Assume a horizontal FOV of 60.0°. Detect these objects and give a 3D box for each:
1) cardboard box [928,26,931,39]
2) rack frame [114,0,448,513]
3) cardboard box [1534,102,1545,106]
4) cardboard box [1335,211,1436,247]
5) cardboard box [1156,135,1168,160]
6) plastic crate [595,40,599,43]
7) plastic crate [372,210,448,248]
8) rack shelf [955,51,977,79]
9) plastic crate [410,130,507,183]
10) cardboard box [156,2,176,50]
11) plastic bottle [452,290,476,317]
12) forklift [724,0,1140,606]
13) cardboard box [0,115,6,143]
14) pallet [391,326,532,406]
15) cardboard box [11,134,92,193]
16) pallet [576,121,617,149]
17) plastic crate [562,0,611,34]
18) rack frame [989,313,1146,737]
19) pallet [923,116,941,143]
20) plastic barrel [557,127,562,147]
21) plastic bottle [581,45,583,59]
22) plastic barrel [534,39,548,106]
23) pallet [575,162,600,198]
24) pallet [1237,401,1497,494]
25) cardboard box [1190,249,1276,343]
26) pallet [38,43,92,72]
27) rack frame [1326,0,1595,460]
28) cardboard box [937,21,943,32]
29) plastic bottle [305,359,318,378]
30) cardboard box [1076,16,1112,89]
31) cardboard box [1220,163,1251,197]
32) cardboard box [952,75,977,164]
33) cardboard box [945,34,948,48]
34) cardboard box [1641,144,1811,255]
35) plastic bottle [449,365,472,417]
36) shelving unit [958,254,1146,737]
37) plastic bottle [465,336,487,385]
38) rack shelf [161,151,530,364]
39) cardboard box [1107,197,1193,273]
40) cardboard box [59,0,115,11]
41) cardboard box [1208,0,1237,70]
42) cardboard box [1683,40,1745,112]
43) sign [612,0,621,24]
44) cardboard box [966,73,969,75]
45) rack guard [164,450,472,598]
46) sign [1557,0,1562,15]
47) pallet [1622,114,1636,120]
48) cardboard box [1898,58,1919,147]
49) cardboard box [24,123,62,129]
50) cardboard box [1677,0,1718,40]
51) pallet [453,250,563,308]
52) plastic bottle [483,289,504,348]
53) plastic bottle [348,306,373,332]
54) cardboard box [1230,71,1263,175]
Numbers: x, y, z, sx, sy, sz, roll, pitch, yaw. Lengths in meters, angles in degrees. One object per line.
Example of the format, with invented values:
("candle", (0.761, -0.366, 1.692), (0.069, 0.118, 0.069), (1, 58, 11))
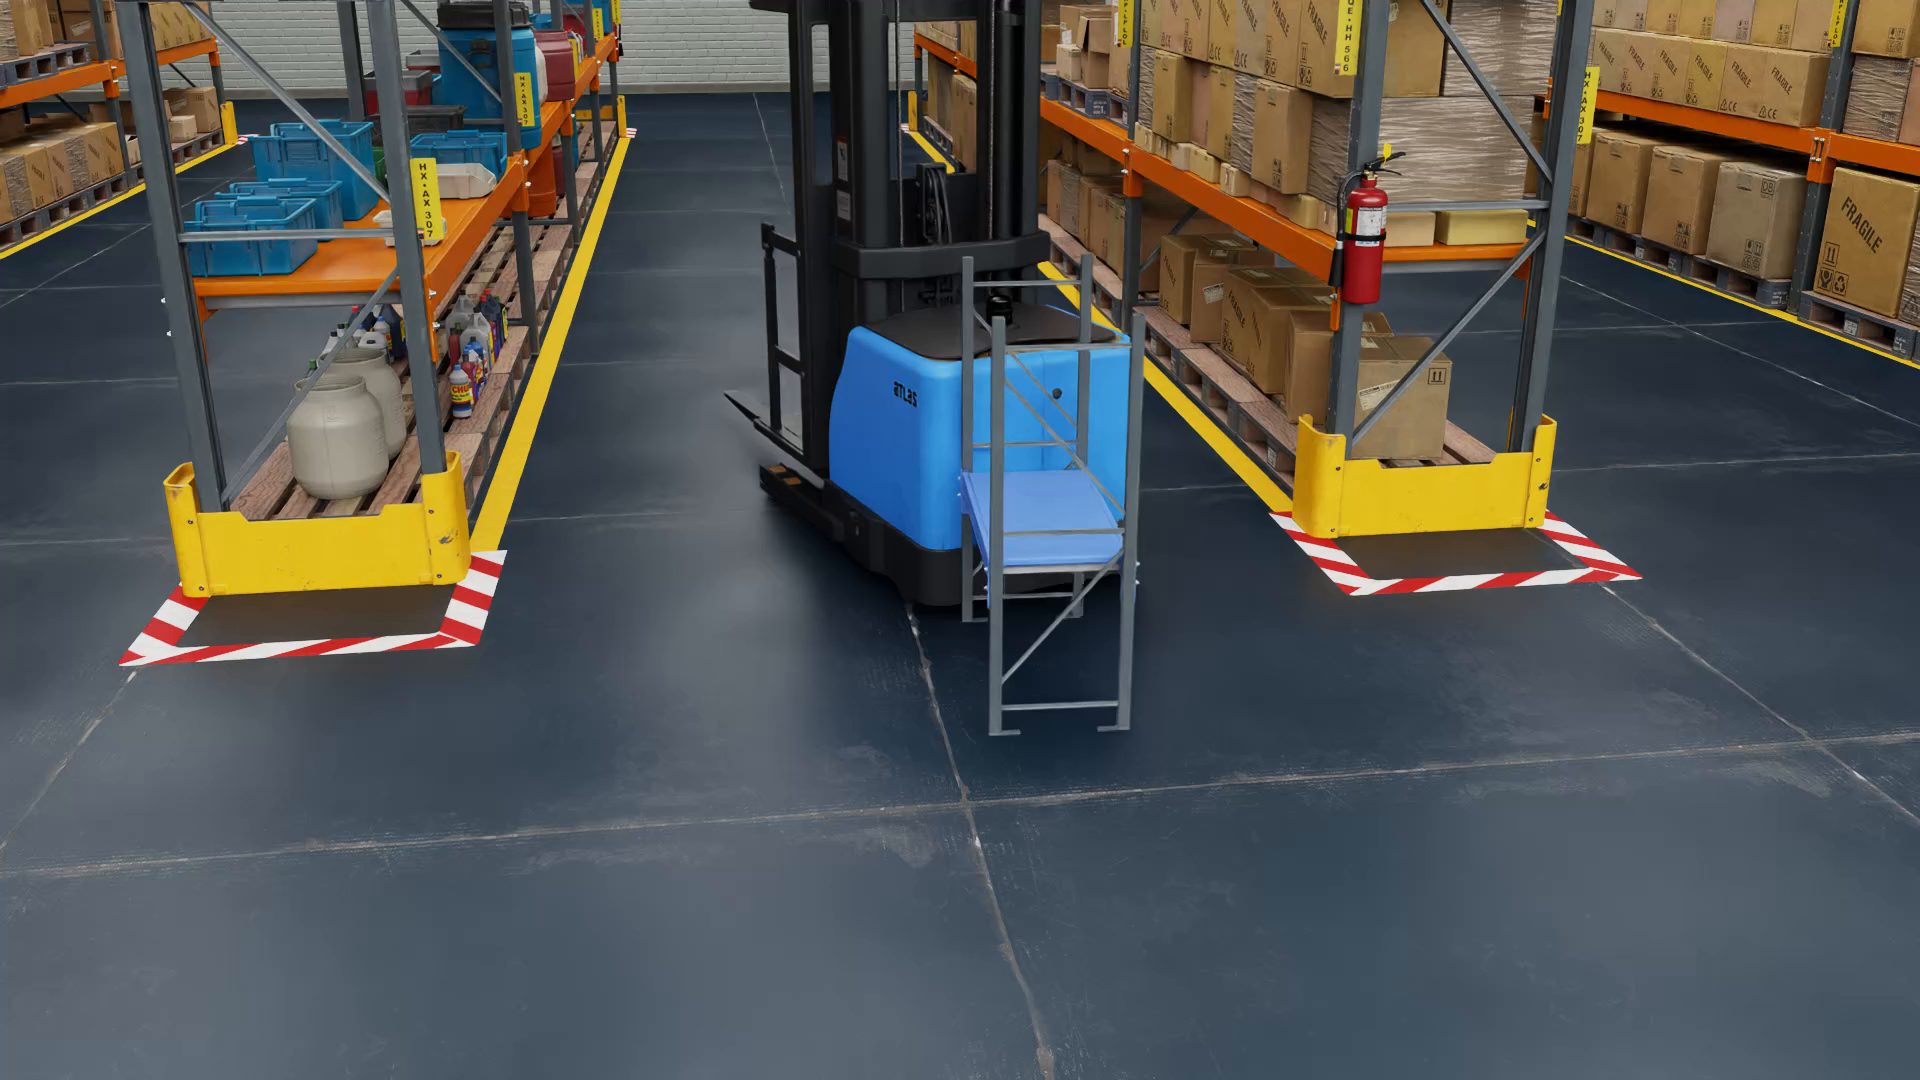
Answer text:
("cardboard box", (-0.194, -6.310, 20.683), (0.380, 0.149, 0.250), (-3, 21, -8))
("rack frame", (-2.701, -1.223, 6.703), (1.000, 3.000, 0.127), (-3, 21, -8))
("cardboard box", (6.037, -4.261, 16.739), (0.500, 0.250, 0.500), (-3, 21, -8))
("cardboard box", (1.955, -1.443, 7.652), (0.380, 0.149, 0.250), (-3, 21, -8))
("cardboard box", (1.444, -2.478, 10.423), (0.380, 0.149, 0.250), (-3, 21, -8))
("plastic crate", (-4.457, -6.014, 19.685), (0.416, 0.233, 0.300), (-3, 21, -8))
("plastic crate", (-2.511, -1.425, 7.622), (0.298, 0.136, 0.250), (-3, 21, -8))
("rack shelf", (0.759, -4.598, 16.768), (1.077, 0.370, 4.000), (-3, 21, -8))
("plastic crate", (-2.849, -2.169, 9.448), (0.499, 0.251, 0.616), (-3, 21, -8))
("cardboard box", (-9.358, -5.893, 19.063), (0.500, 0.500, 0.500), (-3, 21, -9))
("plastic bottle", (-3.042, -1.357, 10.220), (0.144, 0.351, 0.185), (-3, 21, -8))
("forklift", (-0.340, -1.577, 7.750), (1.130, 2.935, 3.031), (-10, 23, -25))
("cardboard box", (-9.287, -3.816, 15.518), (0.500, 0.250, 0.500), (-3, 21, -9))
("pallet", (-3.222, -1.067, 10.271), (1.003, 0.211, 1.213), (-3, 21, -8))
("cardboard box", (-8.843, -3.663, 16.179), (0.500, 0.500, 0.500), (-3, 21, -7))
("pallet", (-4.927, -5.169, 21.254), (1.003, 0.211, 1.213), (-3, 21, -8))
("plastic crate", (-4.774, -6.701, 21.233), (0.616, 0.435, 0.499), (-3, 21, -8))
("rack frame", (0.351, -0.022, 5.632), (0.500, 1.500, 0.032), (-2, 21, -5))
("pallet", (0.087, -5.433, 21.961), (1.003, 0.211, 1.213), (-3, 21, -8))
("plastic barrel", (-4.267, -4.157, 16.958), (0.600, 0.901, 0.708), (-3, 21, -8))
("plastic bottle", (-4.010, -5.126, 17.437), (0.097, 0.201, 0.097), (0, 20, 0))
("plastic barrel", (-3.494, -3.700, 13.175), (0.421, 0.512, 0.421), (0, 20, 0))
("pallet", (-4.361, -3.802, 17.594), (1.003, 0.211, 1.213), (-3, 21, -8))
("pallet", (2.107, -0.476, 8.688), (1.003, 0.211, 1.213), (-3, 21, -8))
("cardboard box", (1.732, -1.545, 10.538), (0.500, 0.500, 0.500), (4, 21, 9))
("pallet", (-9.325, -4.757, 16.440), (1.003, 0.211, 1.213), (-3, 21, -8))
("rack frame", (2.201, -1.473, 7.372), (1.000, 3.000, 0.127), (-3, 21, -8))
("cardboard box", (-0.003, -6.192, 19.797), (0.500, 0.250, 0.500), (-2, 21, -7))
("plastic bottle", (-3.434, -0.810, 8.851), (0.061, 0.283, 0.133), (-2, 21, -6))
("cardboard box", (1.283, -3.698, 12.583), (0.797, 0.503, 0.637), (-1, 20, -2))
("cardboard box", (1.635, -1.957, 9.029), (0.380, 0.149, 0.250), (-3, 21, -8))
("cardboard box", (0.583, -4.608, 18.204), (1.225, 0.875, 0.875), (-3, 21, -8))
("cardboard box", (0.028, -5.777, 19.255), (0.380, 0.149, 0.250), (-3, 21, -9))
("cardboard box", (6.233, -2.760, 13.434), (1.050, 0.750, 0.750), (-3, 21, -8))
("plastic bottle", (-2.654, -0.794, 8.826), (0.097, 0.271, 0.097), (0, 20, 0))
("shelving unit", (0.304, -0.199, 6.106), (0.538, 1.500, 1.048), (-2, 21, -5))
("plastic bottle", (-2.747, -1.018, 9.425), (0.097, 0.271, 0.097), (0, 20, 0))
("rack shelf", (-2.989, -1.578, 8.683), (1.077, 0.370, 4.000), (-3, 21, -8))
("cardboard box", (1.507, -2.272, 12.457), (0.700, 0.500, 0.500), (-3, 21, -8))
("cardboard box", (-9.122, -5.822, 17.444), (0.500, 0.500, 0.500), (-2, 21, -6))
("cardboard box", (1.665, -2.825, 8.995), (0.500, 0.500, 0.500), (-3, 21, -8))
("cardboard box", (6.061, -3.637, 13.023), (0.500, 0.500, 0.500), (-3, 21, -7))
("sign", (-4.465, -6.872, 21.596), (0.100, 0.325, 0.005), (-3, 21, -8))
("cardboard box", (0.455, -5.061, 19.417), (0.875, 0.875, 0.875), (-3, 21, -8))
("rack guard", (-2.758, -0.076, 7.205), (1.175, 0.500, 0.348), (-3, 21, -8))
("sign", (5.434, -4.932, 15.093), (0.100, 0.325, 0.005), (-3, 21, -8))
("pallet", (9.893, -5.933, 23.300), (1.003, 0.211, 1.213), (-3, 21, -8))
("cardboard box", (6.713, -2.827, 10.783), (0.875, 0.550, 0.550), (-3, 21, -8))
("cardboard box", (-9.504, -3.984, 17.041), (0.500, 0.500, 0.500), (-4, 21, -10))
("cardboard box", (6.249, -4.288, 13.337), (0.700, 0.500, 0.500), (-3, 21, -8))
("pallet", (-3.608, -1.995, 12.755), (1.003, 0.211, 1.213), (-3, 21, -8))
("plastic bottle", (-2.899, -1.365, 10.240), (0.144, 0.351, 0.185), (-3, 21, -9))
("plastic bottle", (-3.544, -1.207, 9.818), (0.144, 0.351, 0.185), (-4, 21, -10))
("cardboard box", (1.928, -2.193, 8.733), (0.875, 0.500, 0.500), (-3, 21, -8))
